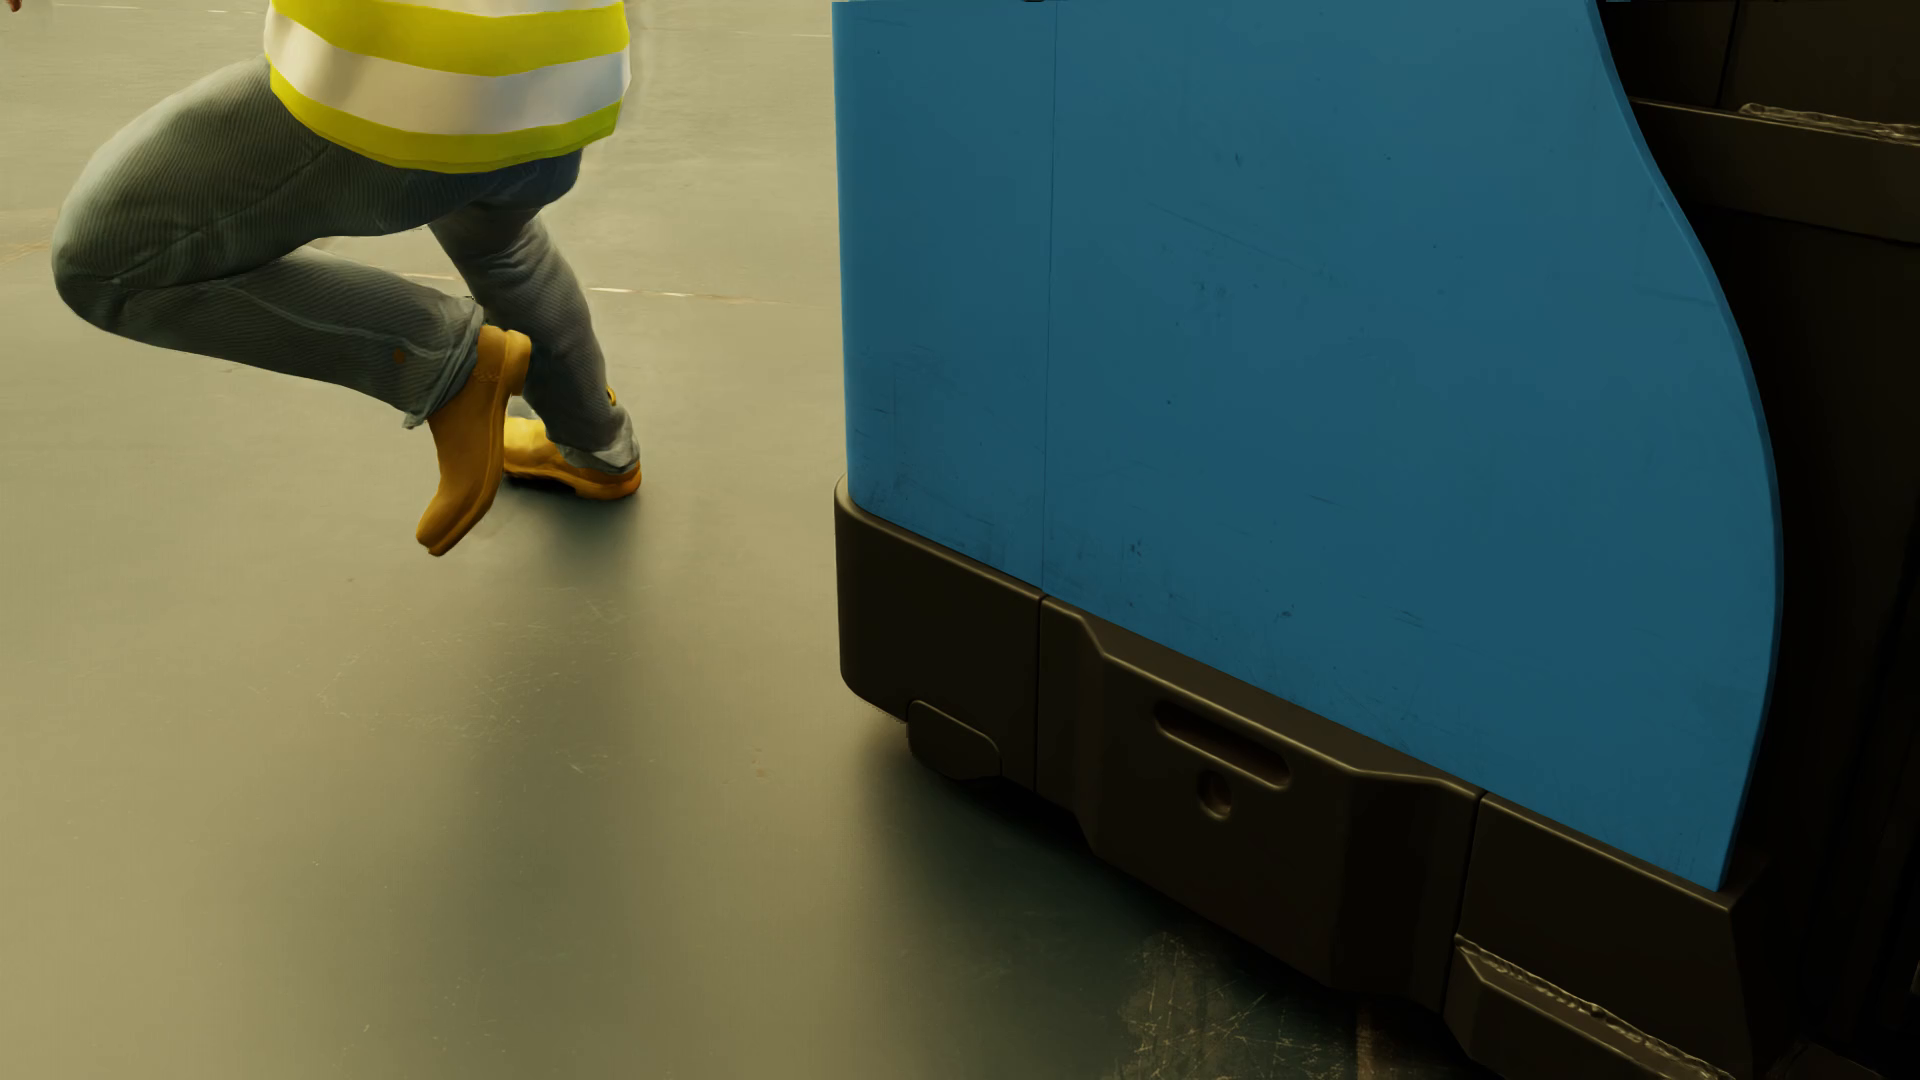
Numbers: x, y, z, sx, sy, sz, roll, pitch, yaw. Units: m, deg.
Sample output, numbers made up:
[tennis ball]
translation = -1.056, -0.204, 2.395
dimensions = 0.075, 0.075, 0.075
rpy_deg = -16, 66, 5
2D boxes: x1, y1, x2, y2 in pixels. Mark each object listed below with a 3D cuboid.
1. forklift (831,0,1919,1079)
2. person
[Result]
[forklift]
translation = 1.260, -0.782, 0.796
dimensions = 3.031, 2.935, 1.130
rpy_deg = 24, 35, 39
[person]
translation = -0.732, -0.640, 2.038
dimensions = 0.808, 1.572, 0.836
rpy_deg = 13, 29, 23
